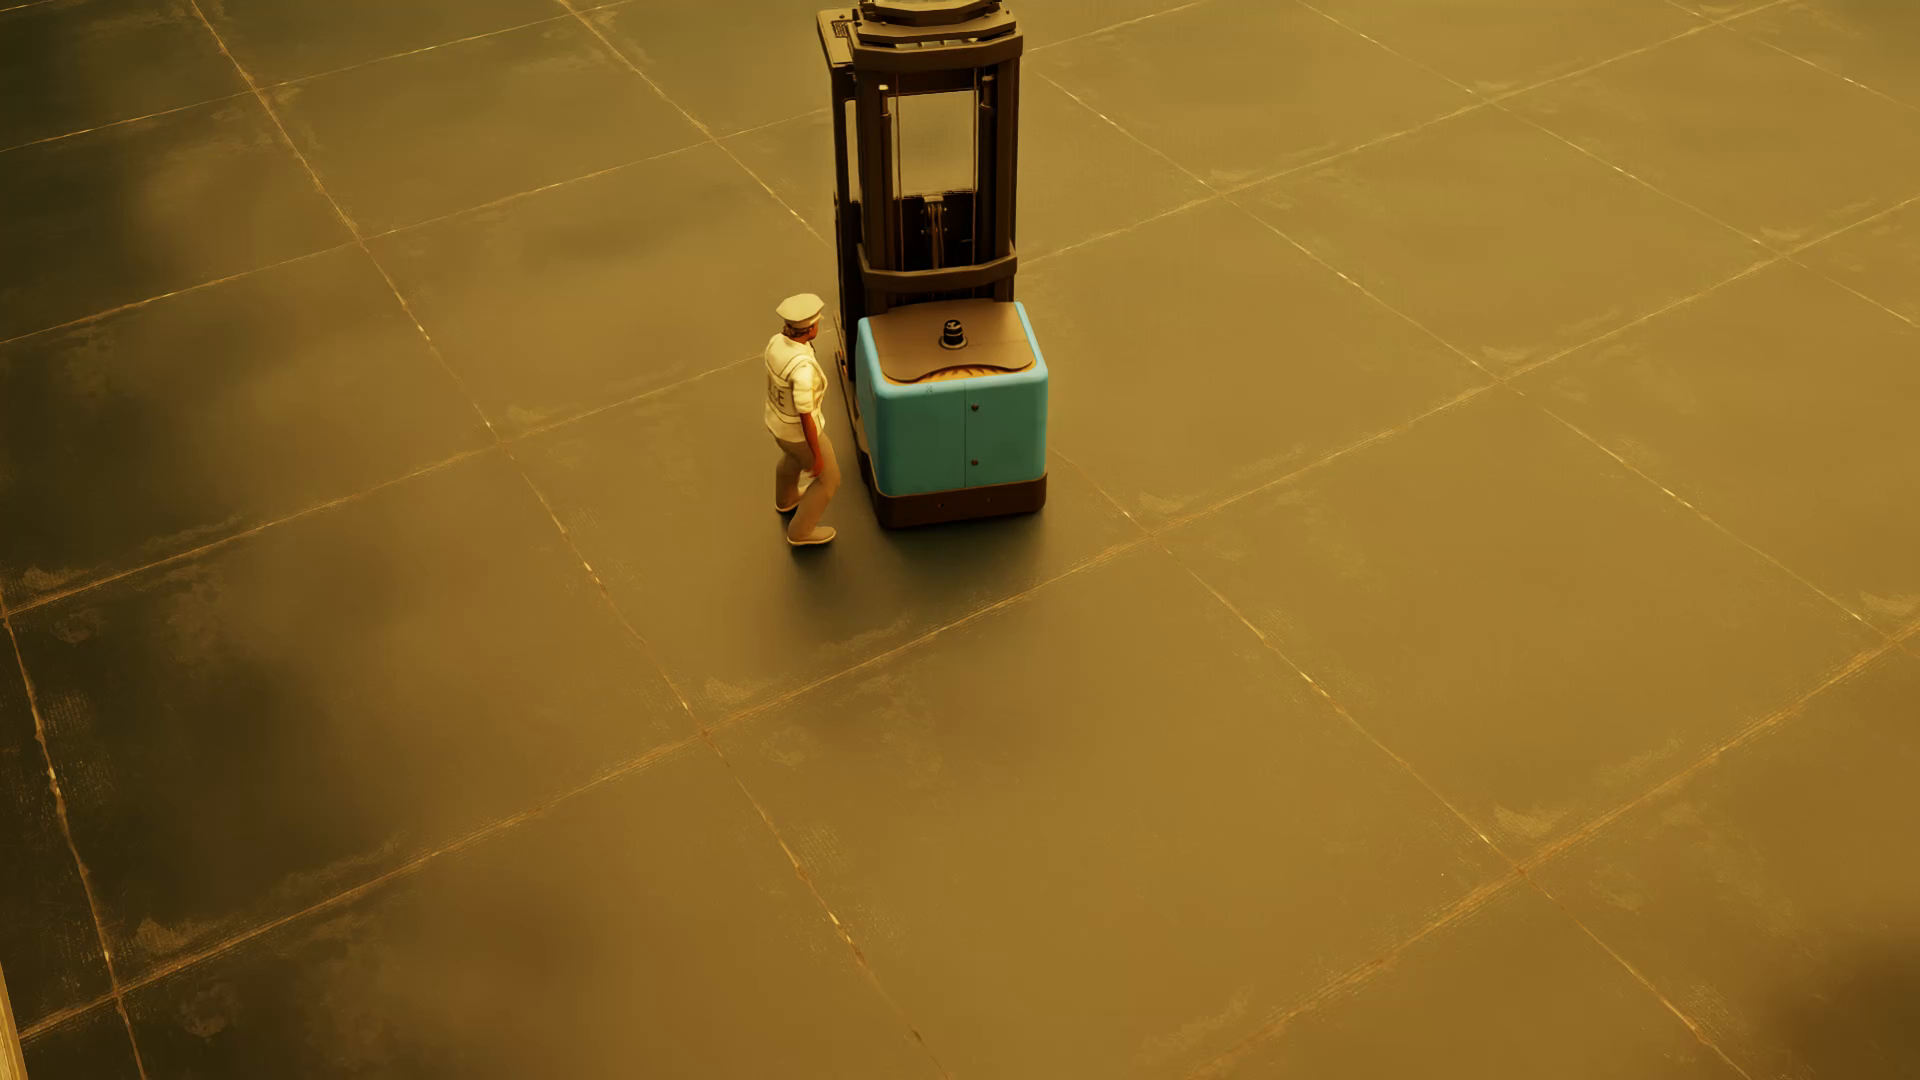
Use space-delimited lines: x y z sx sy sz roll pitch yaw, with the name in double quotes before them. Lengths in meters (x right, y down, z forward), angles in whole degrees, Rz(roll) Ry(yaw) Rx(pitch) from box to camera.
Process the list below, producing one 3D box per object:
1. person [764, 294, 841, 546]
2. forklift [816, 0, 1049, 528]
"person" -0.930 -0.677 9.633 0.391 1.634 0.700 -20 45 -22
"forklift" -0.245 -2.155 10.337 1.130 2.935 3.031 -7 42 -8
